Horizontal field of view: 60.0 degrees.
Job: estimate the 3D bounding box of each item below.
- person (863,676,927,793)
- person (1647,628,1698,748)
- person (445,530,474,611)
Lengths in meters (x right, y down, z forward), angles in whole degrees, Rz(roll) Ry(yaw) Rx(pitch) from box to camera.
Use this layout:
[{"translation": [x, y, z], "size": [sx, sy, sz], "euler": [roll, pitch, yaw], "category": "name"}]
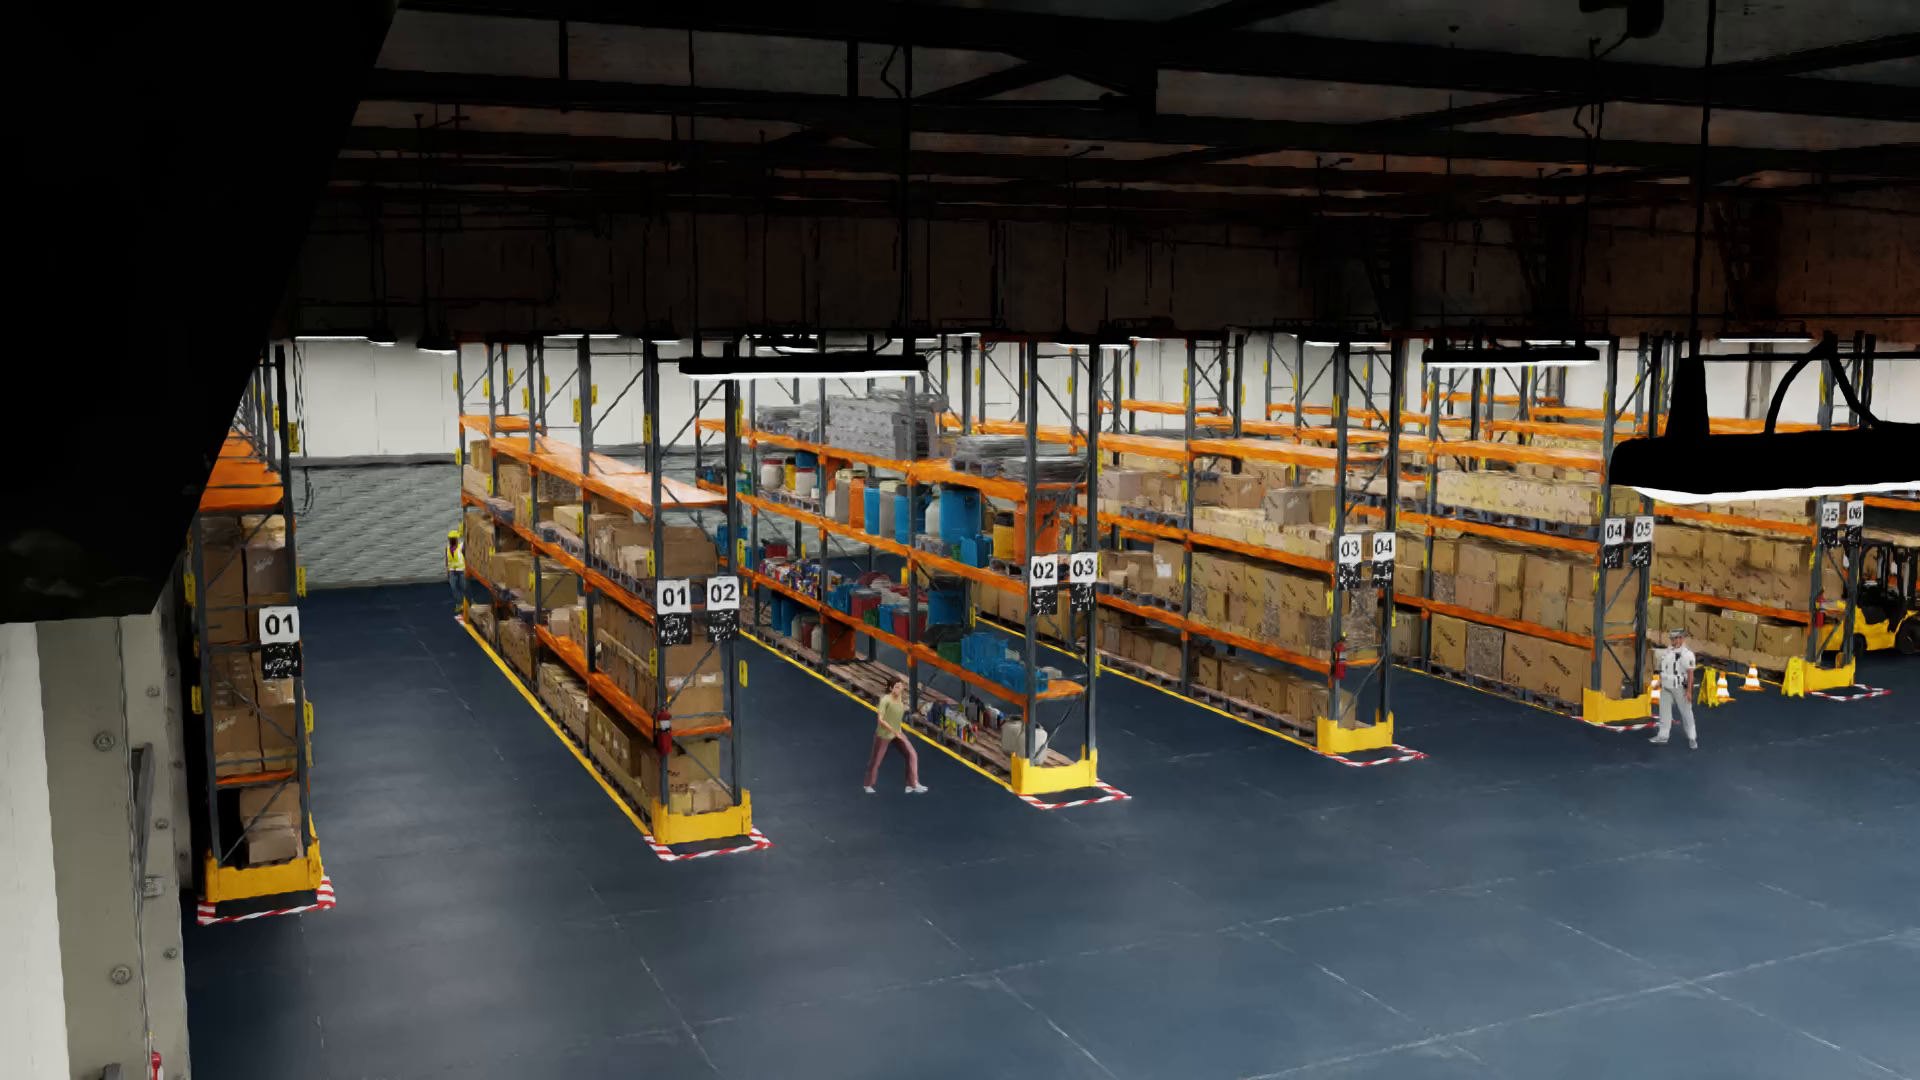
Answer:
[{"translation": [-0.912, 2.570, 22.014], "size": [0.620, 1.610, 0.789], "euler": [-8, 11, -44], "category": "person"}, {"translation": [10.559, 2.153, 24.570], "size": [0.597, 1.745, 0.743], "euler": [-3, 8, -21], "category": "person"}, {"translation": [-10.761, 0.649, 35.780], "size": [0.609, 1.753, 0.579], "euler": [2, 8, 11], "category": "person"}]
